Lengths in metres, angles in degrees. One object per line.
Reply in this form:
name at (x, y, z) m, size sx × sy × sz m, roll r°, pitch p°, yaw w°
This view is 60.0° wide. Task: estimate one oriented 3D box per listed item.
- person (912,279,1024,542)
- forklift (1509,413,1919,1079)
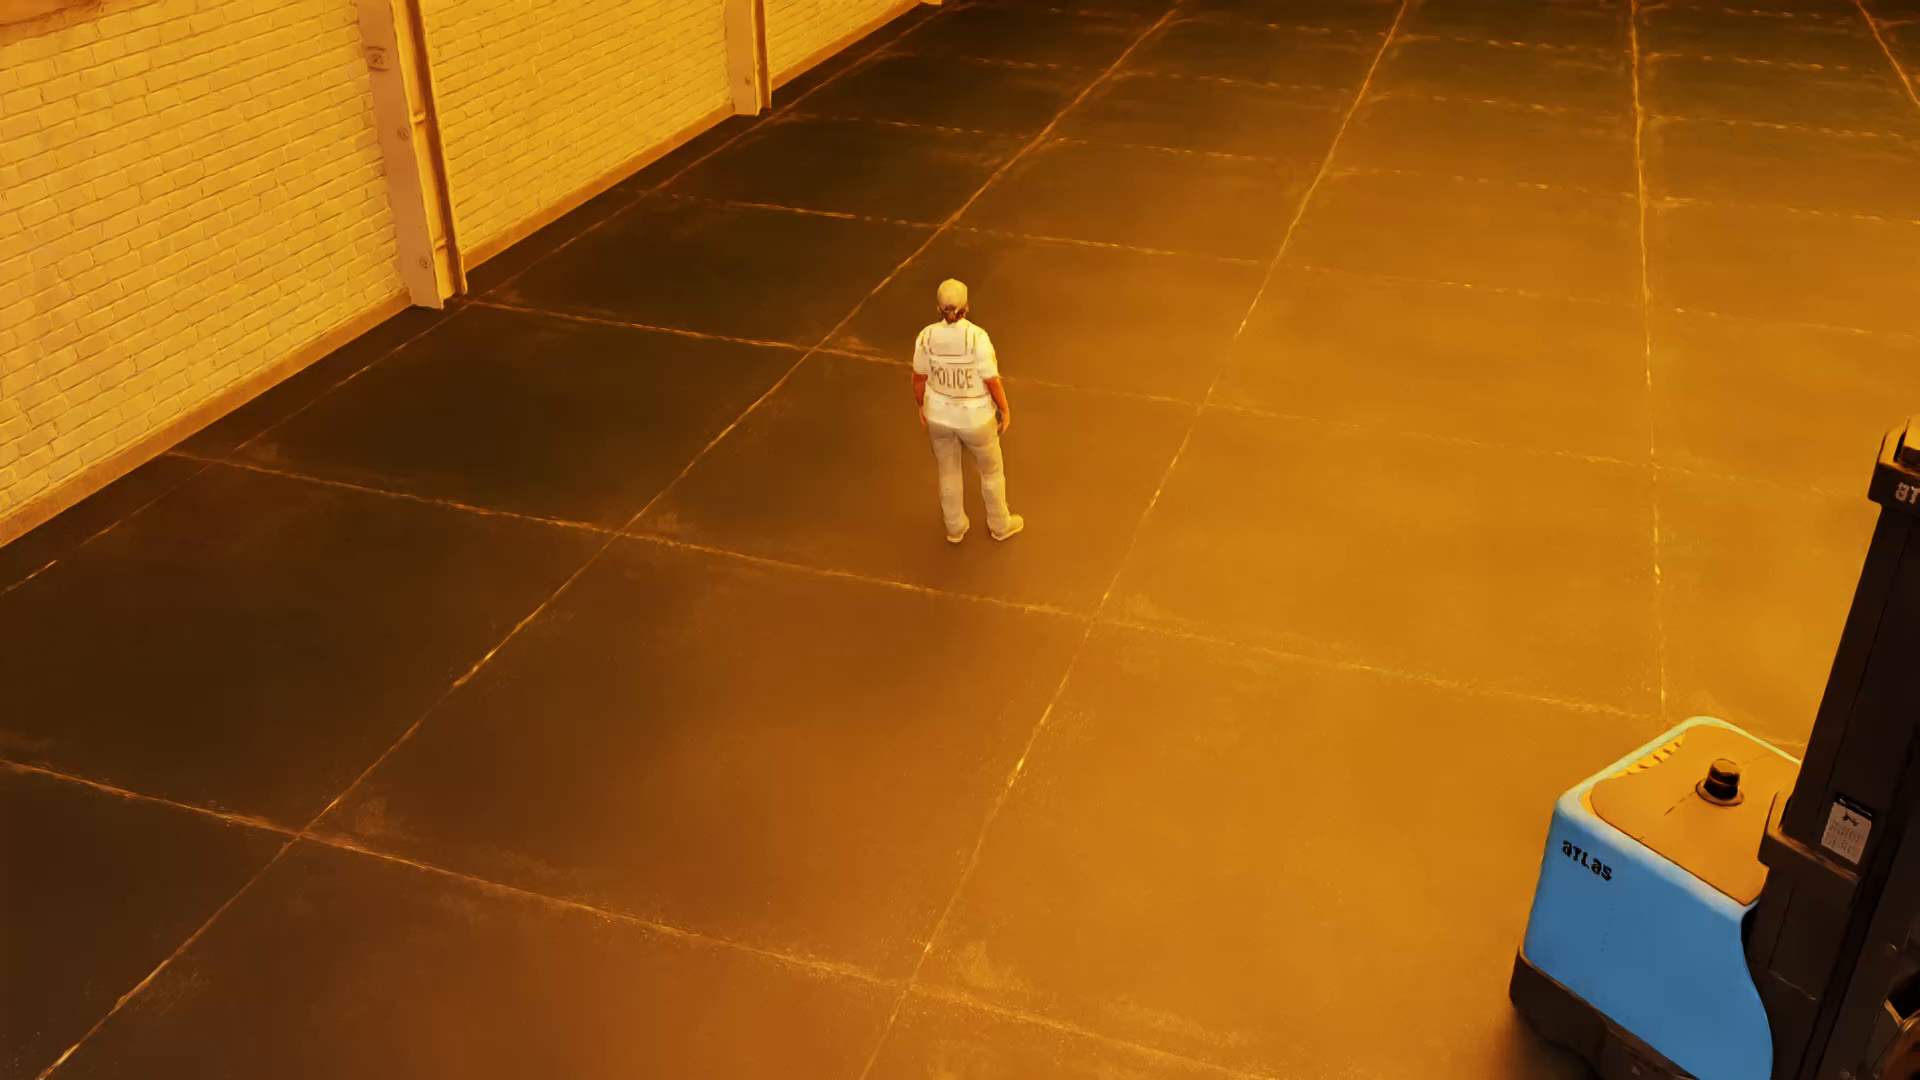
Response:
person at (0.046, -0.762, 9.736) m, size 0.598 × 1.669 × 0.529 m, roll 10°, pitch 31°, yaw 16°
forklift at (3.492, 1.077, 5.247) m, size 1.130 × 2.935 × 3.031 m, roll -20°, pitch 35°, yaw -31°
